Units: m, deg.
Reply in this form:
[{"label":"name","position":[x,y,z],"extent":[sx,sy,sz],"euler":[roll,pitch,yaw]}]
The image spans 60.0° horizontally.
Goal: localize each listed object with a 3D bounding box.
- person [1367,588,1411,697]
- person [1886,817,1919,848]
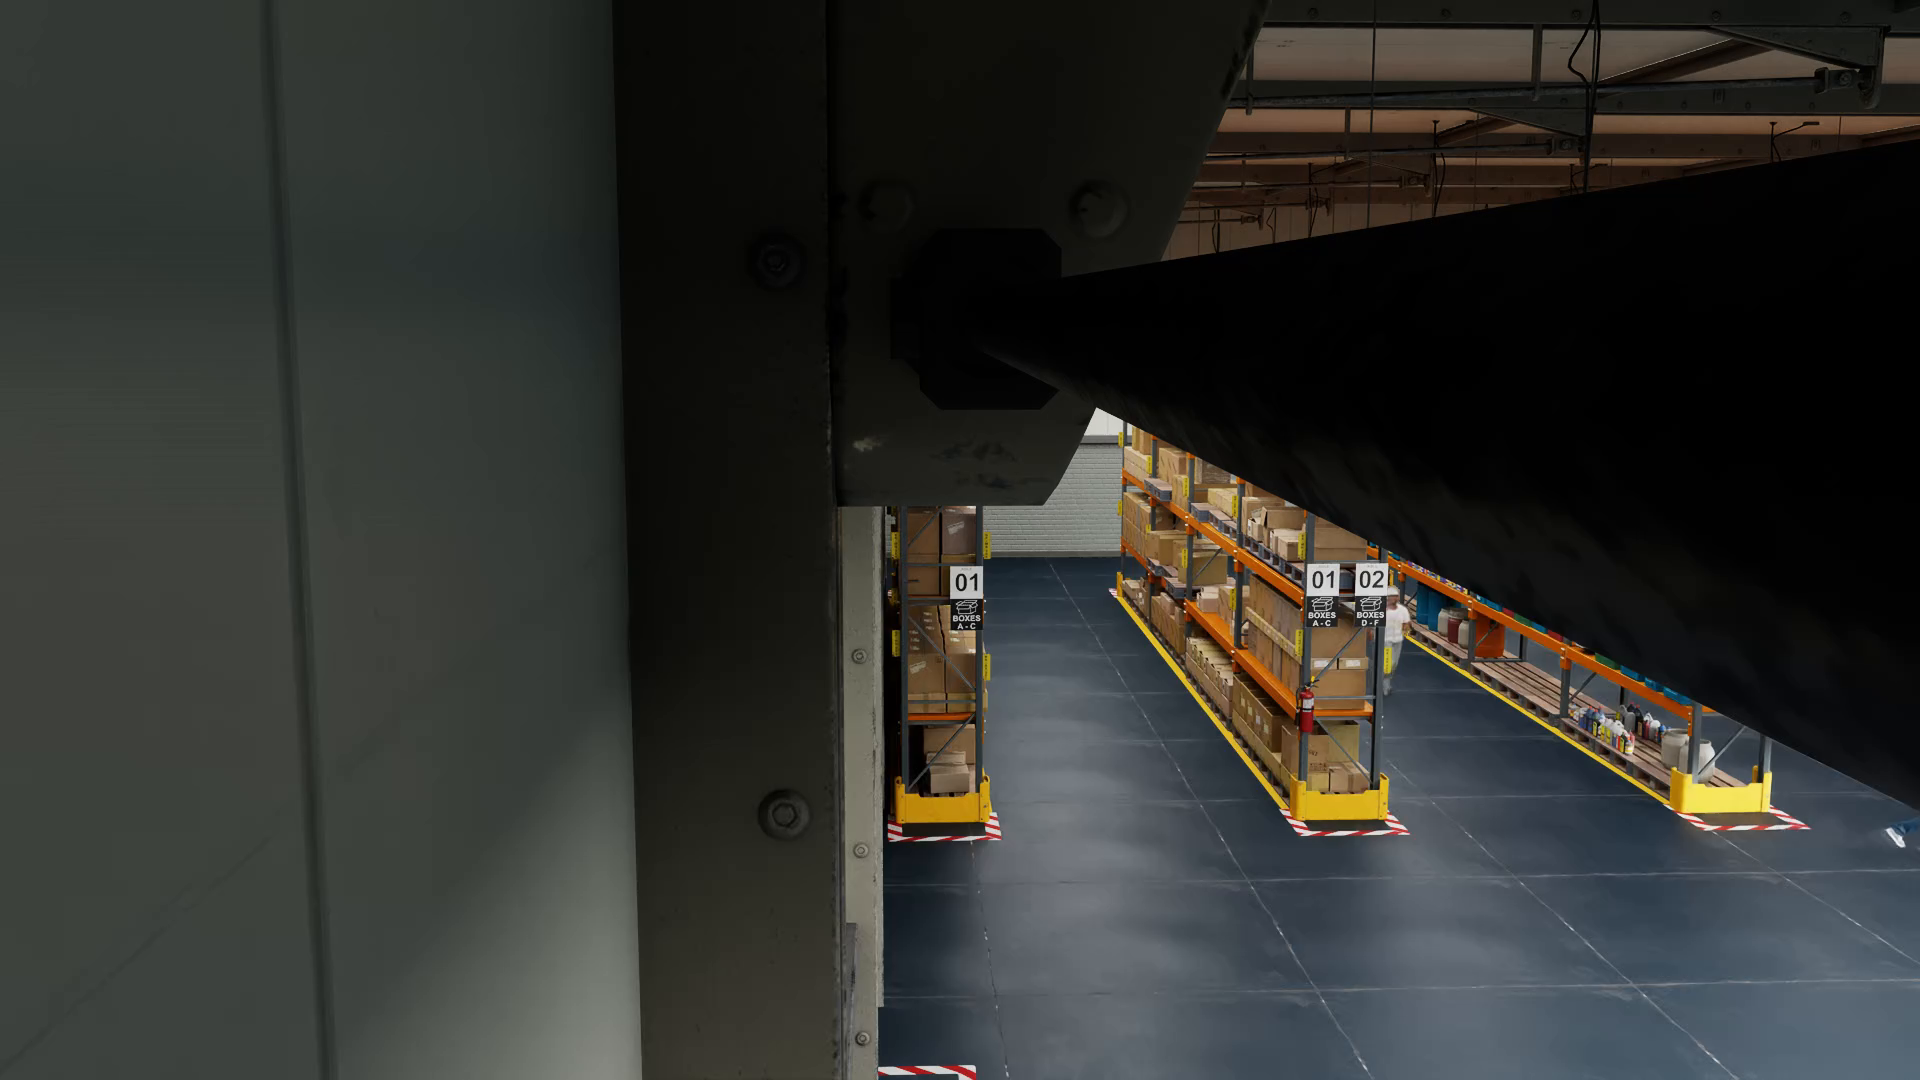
[{"label":"person","position":[7.026,1.662,27.110],"extent":[0.677,1.782,0.704],"euler":[-2,8,-13]},{"label":"person","position":[11.099,2.893,19.029],"extent":[0.849,1.592,0.549],"euler":[2,8,16]}]
